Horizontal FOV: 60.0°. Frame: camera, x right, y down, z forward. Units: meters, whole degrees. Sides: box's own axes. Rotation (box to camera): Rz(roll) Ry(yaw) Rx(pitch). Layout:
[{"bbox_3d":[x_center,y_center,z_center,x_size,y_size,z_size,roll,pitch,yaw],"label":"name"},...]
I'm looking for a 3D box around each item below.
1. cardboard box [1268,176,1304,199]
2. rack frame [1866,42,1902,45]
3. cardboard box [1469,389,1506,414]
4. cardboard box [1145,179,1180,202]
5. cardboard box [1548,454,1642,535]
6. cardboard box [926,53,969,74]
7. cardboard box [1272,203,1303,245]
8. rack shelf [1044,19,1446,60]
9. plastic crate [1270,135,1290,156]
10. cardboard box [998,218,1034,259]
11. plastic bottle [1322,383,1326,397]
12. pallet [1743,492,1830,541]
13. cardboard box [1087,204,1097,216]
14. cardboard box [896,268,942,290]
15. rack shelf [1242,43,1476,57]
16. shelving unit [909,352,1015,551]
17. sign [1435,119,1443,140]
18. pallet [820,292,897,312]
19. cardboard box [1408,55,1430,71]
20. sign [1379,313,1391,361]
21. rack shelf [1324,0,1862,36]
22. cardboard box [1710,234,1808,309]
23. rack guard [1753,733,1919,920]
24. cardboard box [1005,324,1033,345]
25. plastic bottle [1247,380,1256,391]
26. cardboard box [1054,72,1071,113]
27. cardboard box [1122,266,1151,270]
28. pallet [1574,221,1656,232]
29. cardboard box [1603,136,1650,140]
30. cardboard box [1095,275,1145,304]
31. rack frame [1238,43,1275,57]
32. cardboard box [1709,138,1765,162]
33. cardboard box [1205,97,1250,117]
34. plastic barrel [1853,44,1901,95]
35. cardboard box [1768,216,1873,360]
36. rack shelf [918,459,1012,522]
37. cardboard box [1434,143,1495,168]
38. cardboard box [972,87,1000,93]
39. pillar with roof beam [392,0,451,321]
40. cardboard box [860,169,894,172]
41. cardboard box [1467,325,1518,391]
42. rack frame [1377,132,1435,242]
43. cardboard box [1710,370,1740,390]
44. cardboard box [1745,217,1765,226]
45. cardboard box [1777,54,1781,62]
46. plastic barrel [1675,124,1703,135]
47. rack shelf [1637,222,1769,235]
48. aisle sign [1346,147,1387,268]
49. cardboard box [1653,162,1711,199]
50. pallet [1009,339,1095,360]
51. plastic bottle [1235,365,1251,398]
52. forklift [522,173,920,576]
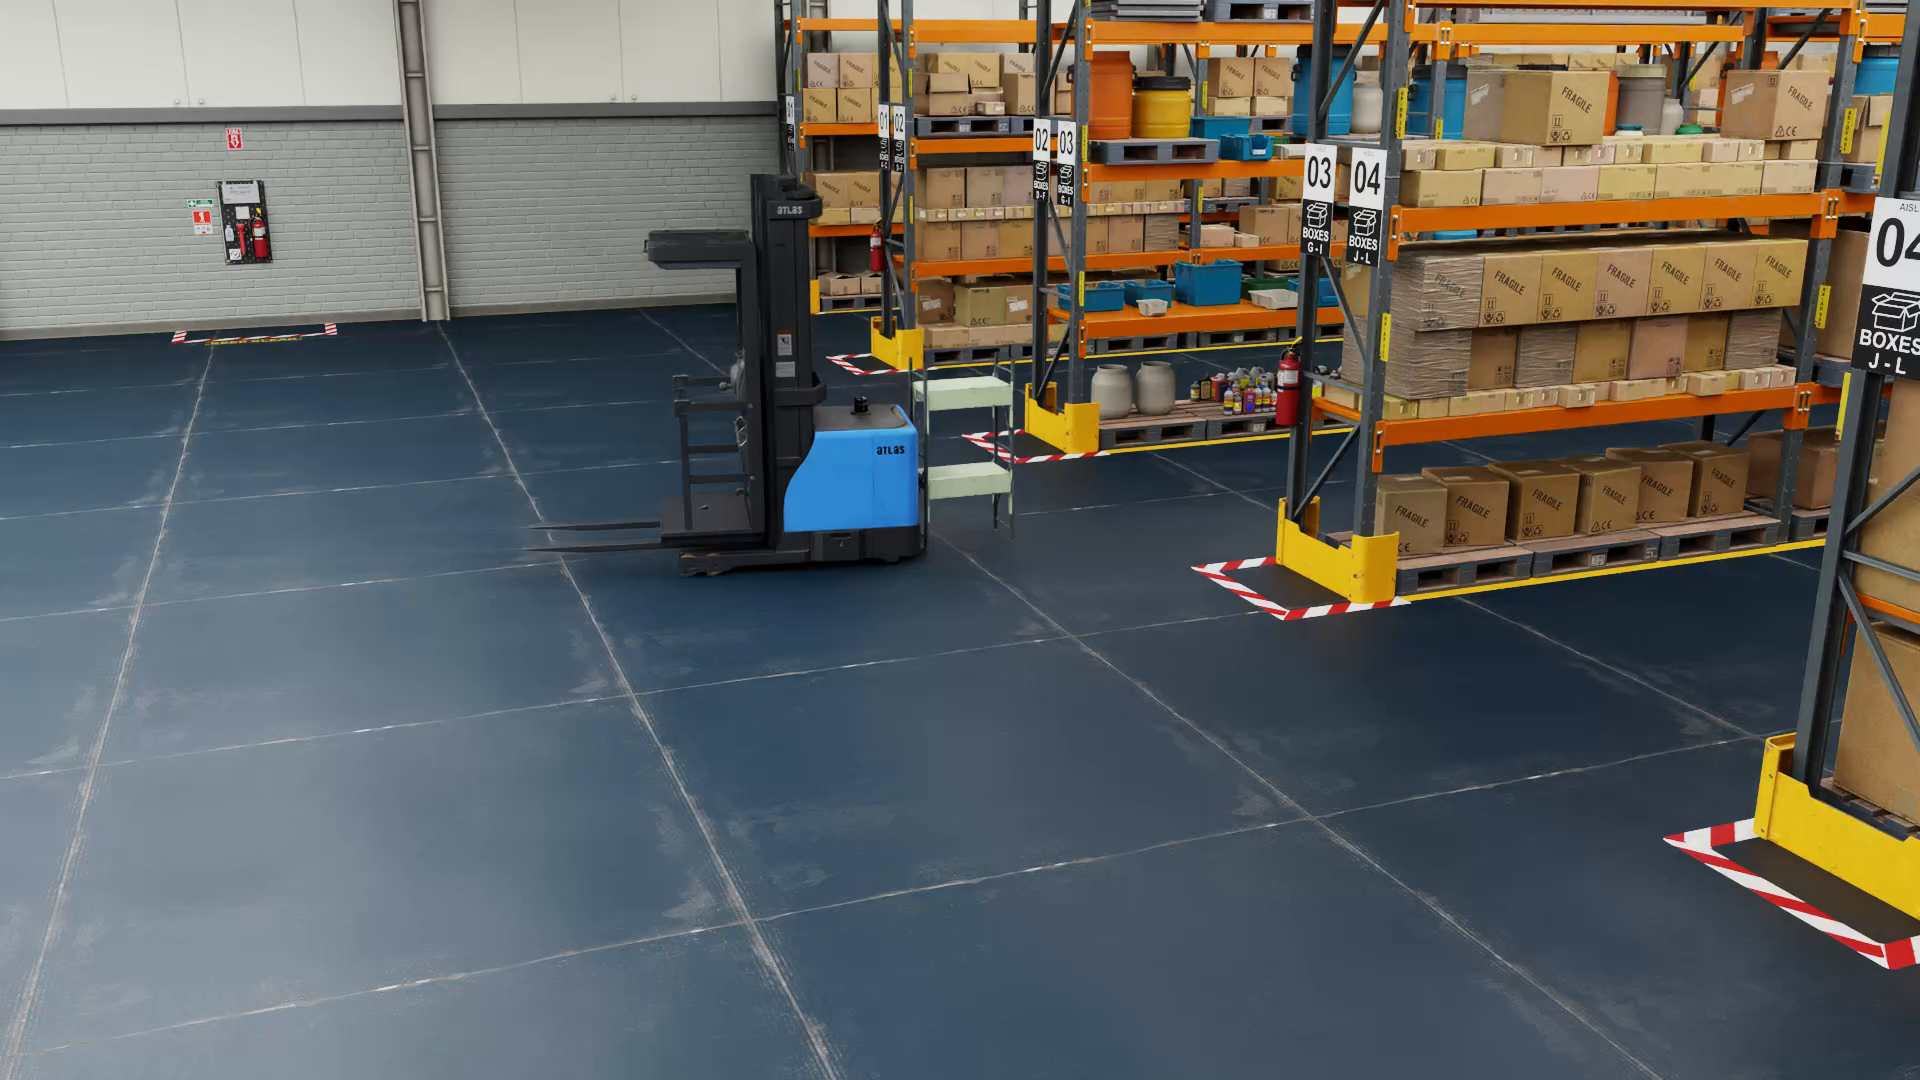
[{"bbox_3d":[5.450,-6.032,28.075,0.500,0.500,0.500,-6,17,-18],"label":"cardboard box"},{"bbox_3d":[14.151,-8.232,25.661,0.127,3.000,1.000,-6,17,-20],"label":"rack frame"},{"bbox_3d":[3.808,-1.052,12.301,0.250,0.149,0.380,-6,17,-20],"label":"cardboard box"},{"bbox_3d":[2.533,-4.768,22.031,0.500,0.500,0.700,-6,17,-20],"label":"cardboard box"},{"bbox_3d":[5.015,-0.367,13.214,0.500,0.500,0.500,-8,18,-25],"label":"cardboard box"},{"bbox_3d":[-0.193,-7.188,25.442,0.500,0.500,0.500,-7,18,-22],"label":"cardboard box"},{"bbox_3d":[4.628,-4.369,22.974,0.500,0.500,0.500,-6,17,-20],"label":"cardboard box"},{"bbox_3d":[2.847,-4.980,16.573,4.000,0.370,1.077,-6,17,-20],"label":"rack shelf"},{"bbox_3d":[3.144,-4.090,17.256,0.450,0.188,0.336,-6,17,-20],"label":"plastic crate"},{"bbox_3d":[0.605,-3.935,21.498,0.500,0.500,0.700,-6,17,-20],"label":"cardboard box"},{"bbox_3d":[3.900,-1.561,17.629,0.133,0.283,0.061,-5,17,-16],"label":"plastic bottle"},{"bbox_3d":[7.213,-0.278,14.171,1.213,0.211,1.003,-6,17,-20],"label":"pallet"},{"bbox_3d":[1.582,-4.292,21.561,0.250,0.149,0.380,-6,17,-18],"label":"cardboard box"},{"bbox_3d":[-0.652,-4.220,26.300,0.500,0.500,0.700,-7,18,-24],"label":"cardboard box"},{"bbox_3d":[6.772,-8.393,28.196,4.000,0.370,1.077,-6,17,-20],"label":"rack shelf"},{"bbox_3d":[0.013,-0.719,13.384,0.755,1.500,0.431,-6,17,-19],"label":"shelving unit"},{"bbox_3d":[4.901,-4.138,17.026,0.005,0.325,0.100,-6,17,-20],"label":"sign"},{"bbox_3d":[-1.723,-3.786,26.116,1.213,0.211,1.003,-6,17,-20],"label":"pallet"},{"bbox_3d":[7.771,-8.257,28.781,0.500,0.250,0.500,-5,17,-16],"label":"cardboard box"},{"bbox_3d":[2.946,-1.407,11.528,0.005,0.325,0.100,-6,17,-20],"label":"sign"},{"bbox_3d":[4.619,-3.867,12.079,4.000,0.370,1.077,-6,17,-20],"label":"rack shelf"},{"bbox_3d":[6.165,-2.090,12.911,0.500,0.500,0.500,-6,17,-20],"label":"cardboard box"},{"bbox_3d":[4.410,1.383,8.001,0.348,0.500,1.175,-6,17,-20],"label":"rack guard"},{"bbox_3d":[0.723,-2.720,21.672,0.500,0.250,0.500,-6,17,-20],"label":"cardboard box"},{"bbox_3d":[3.149,-1.629,18.006,0.097,0.201,0.097,0,16,0],"label":"plastic bottle"},{"bbox_3d":[1.363,-5.769,21.418,0.637,0.503,0.797,-4,17,-14],"label":"cardboard box"},{"bbox_3d":[2.806,-4.643,27.742,0.500,0.500,0.700,-6,17,-19],"label":"cardboard box"},{"bbox_3d":[9.631,-4.807,24.983,1.213,0.211,1.003,-6,17,-20],"label":"pallet"},{"bbox_3d":[5.094,-3.038,12.853,0.250,0.149,0.380,-7,18,-21],"label":"cardboard box"},{"bbox_3d":[2.120,-3.234,22.093,0.500,0.500,0.500,-6,17,-20],"label":"cardboard box"},{"bbox_3d":[4.905,-8.729,27.351,0.127,3.000,1.000,-6,17,-20],"label":"rack frame"},{"bbox_3d":[5.801,-2.936,12.508,0.250,0.149,0.380,-7,18,-23],"label":"cardboard box"},{"bbox_3d":[3.524,-5.772,22.129,0.500,0.250,0.500,-4,17,-14],"label":"cardboard box"},{"bbox_3d":[10.646,-5.316,19.418,0.708,0.901,0.600,-6,17,-20],"label":"plastic barrel"},{"bbox_3d":[7.279,-2.070,13.513,1.000,1.000,1.000,-6,17,-20],"label":"cardboard box"},{"bbox_3d":[0.013,-0.406,13.476,0.720,0.370,0.431,-6,17,-19],"label":"rack shelf"},{"bbox_3d":[3.560,-2.718,11.765,0.250,0.149,0.380,-6,18,-21],"label":"cardboard box"},{"bbox_3d":[0.310,-6.780,25.827,0.500,0.500,0.500,-8,18,-25],"label":"cardboard box"},{"bbox_3d":[-6.284,-6.483,19.703,0.400,9.000,9.100,-6,17,-20],"label":"pillar with roof beam"},{"bbox_3d":[-1.247,-5.546,26.060,0.500,0.500,0.500,-7,18,-22],"label":"cardboard box"},{"bbox_3d":[3.699,-1.455,12.523,0.500,0.500,0.875,-6,17,-20],"label":"cardboard box"},{"bbox_3d":[4.715,-2.840,17.947,0.127,3.000,1.000,-6,17,-20],"label":"rack frame"},{"bbox_3d":[5.899,-1.286,13.098,0.250,0.149,0.380,-6,17,-20],"label":"cardboard box"},{"bbox_3d":[11.934,-5.081,25.398,0.500,0.500,0.500,-6,17,-20],"label":"cardboard box"},{"bbox_3d":[11.839,-7.042,24.978,0.500,0.500,0.700,-6,17,-20],"label":"cardboard box"},{"bbox_3d":[8.237,-4.570,18.789,0.294,0.245,0.294,0,16,0],"label":"plastic barrel"},{"bbox_3d":[12.283,-4.807,25.921,4.000,0.370,1.077,-6,17,-20],"label":"rack shelf"},{"bbox_3d":[2.801,-2.296,11.480,0.004,0.787,0.394,-6,17,-20],"label":"aisle sign"},{"bbox_3d":[5.189,-2.687,12.368,0.500,0.250,0.500,-6,18,-20],"label":"cardboard box"},{"bbox_3d":[1.047,-2.613,22.121,1.213,0.211,1.003,-6,17,-20],"label":"pallet"},{"bbox_3d":[3.065,-1.728,18.078,0.185,0.351,0.144,-5,17,-18],"label":"plastic bottle"},{"bbox_3d":[-1.877,-1.289,12.787,3.031,2.935,1.130,-3,17,-10],"label":"forklift"}]
